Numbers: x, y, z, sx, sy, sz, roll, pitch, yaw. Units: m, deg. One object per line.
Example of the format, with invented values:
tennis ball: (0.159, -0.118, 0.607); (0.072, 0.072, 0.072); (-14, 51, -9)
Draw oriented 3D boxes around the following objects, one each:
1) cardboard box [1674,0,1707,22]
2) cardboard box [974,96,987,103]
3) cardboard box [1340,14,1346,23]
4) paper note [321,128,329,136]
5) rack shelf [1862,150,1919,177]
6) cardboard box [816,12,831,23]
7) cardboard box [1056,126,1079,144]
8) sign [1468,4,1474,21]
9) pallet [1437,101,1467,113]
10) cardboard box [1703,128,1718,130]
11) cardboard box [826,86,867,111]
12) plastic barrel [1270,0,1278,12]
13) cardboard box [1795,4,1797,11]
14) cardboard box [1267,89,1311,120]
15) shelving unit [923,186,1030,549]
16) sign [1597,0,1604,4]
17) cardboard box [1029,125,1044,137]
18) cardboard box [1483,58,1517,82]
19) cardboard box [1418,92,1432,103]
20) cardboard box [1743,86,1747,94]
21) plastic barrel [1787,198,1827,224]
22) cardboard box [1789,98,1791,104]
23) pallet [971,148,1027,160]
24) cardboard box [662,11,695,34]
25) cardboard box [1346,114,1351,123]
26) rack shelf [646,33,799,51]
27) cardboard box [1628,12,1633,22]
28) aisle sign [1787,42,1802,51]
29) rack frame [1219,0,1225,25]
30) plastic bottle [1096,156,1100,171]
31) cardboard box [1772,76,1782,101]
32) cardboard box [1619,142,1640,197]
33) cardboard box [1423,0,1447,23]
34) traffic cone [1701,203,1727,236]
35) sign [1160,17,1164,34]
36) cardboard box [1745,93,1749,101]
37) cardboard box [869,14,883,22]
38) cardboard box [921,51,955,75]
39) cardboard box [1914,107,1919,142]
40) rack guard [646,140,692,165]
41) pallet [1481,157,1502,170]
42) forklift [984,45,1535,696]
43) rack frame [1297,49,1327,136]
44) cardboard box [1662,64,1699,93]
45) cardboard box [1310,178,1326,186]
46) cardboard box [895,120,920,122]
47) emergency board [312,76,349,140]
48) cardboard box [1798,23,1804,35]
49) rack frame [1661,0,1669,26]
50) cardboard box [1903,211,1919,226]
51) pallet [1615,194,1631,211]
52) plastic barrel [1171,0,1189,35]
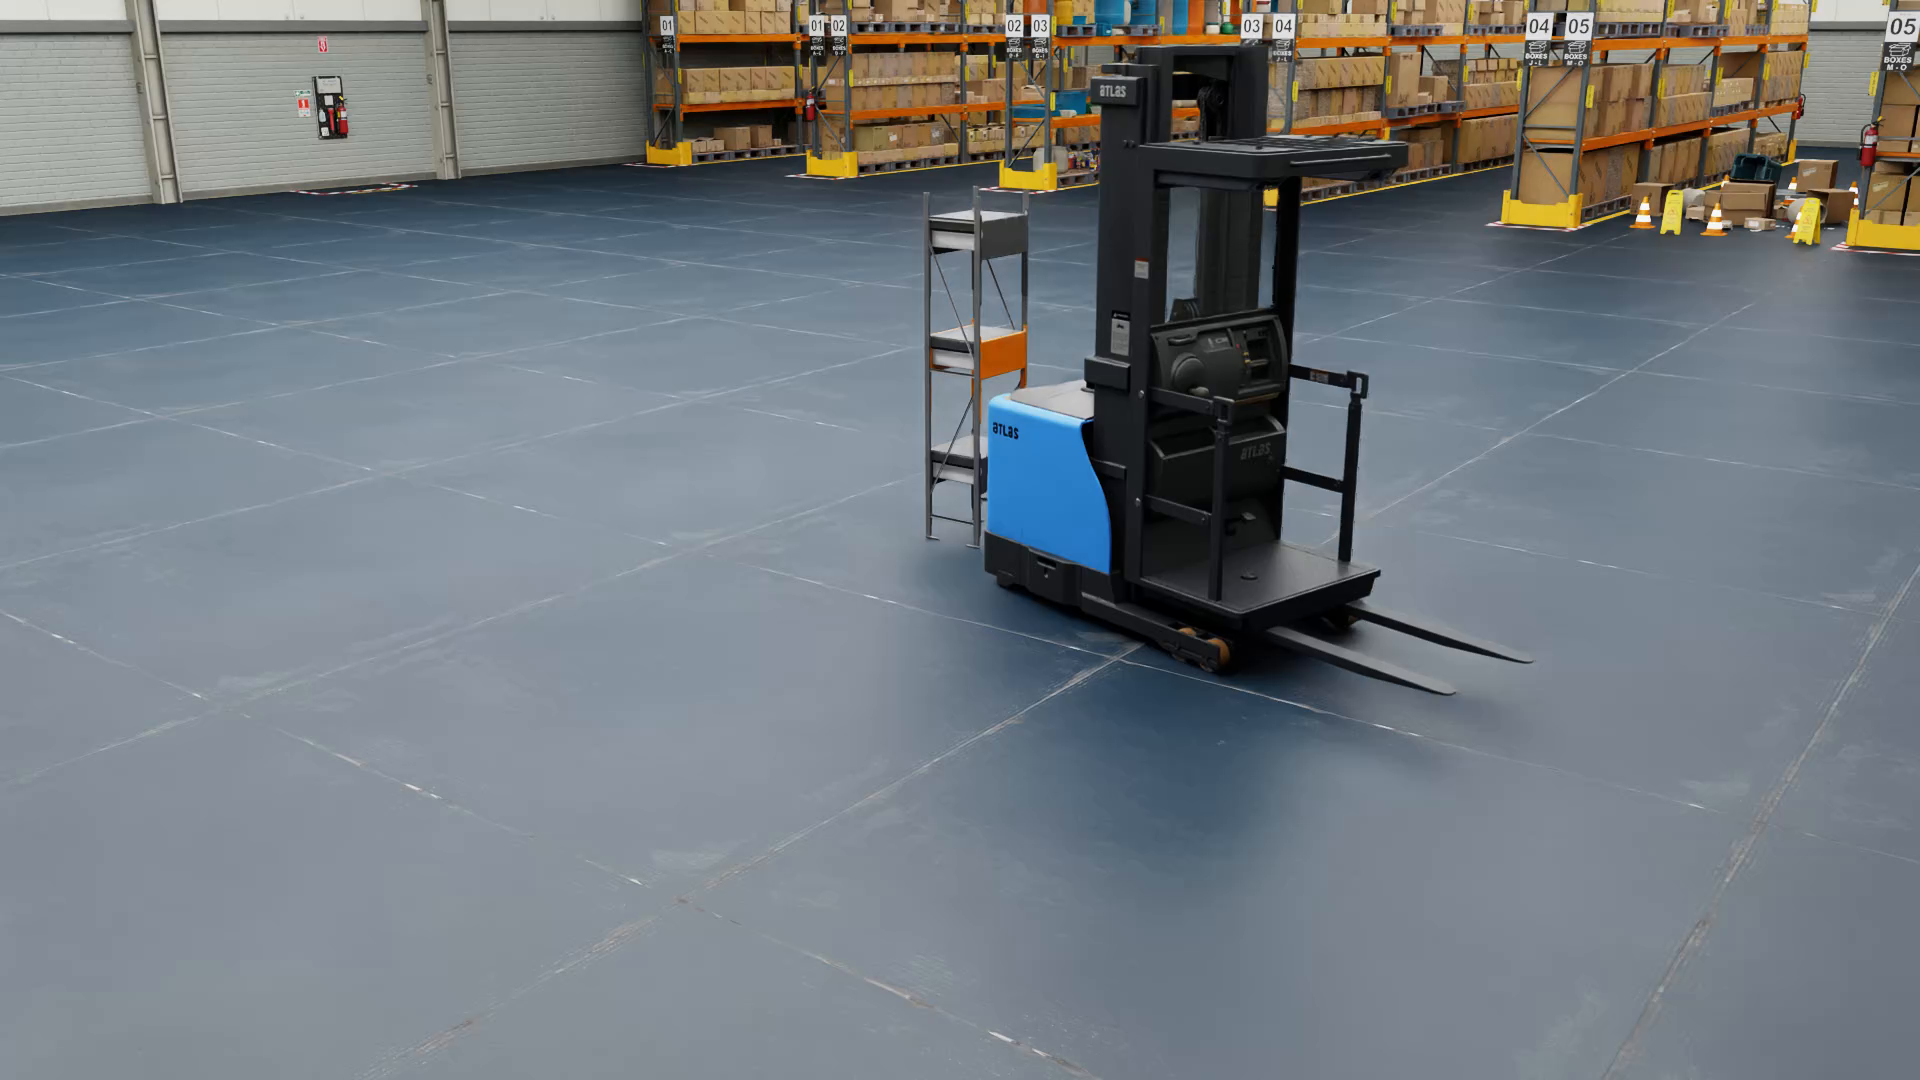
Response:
cardboard box: (13.163, -9.614, 30.041); (0.500, 0.500, 0.500); (12, 21, 35)
cardboard box: (0.406, -10.103, 38.142); (0.380, 0.149, 0.250); (12, 21, 35)
cardboard box: (6.693, -9.356, 29.836); (0.380, 0.149, 0.250); (11, 21, 33)
paper note: (-12.167, -7.828, 31.878); (0.016, 0.148, 0.142); (12, 21, 35)
rack shelf: (14.434, -5.725, 24.836); (1.077, 0.370, 4.000); (12, 21, 35)
cardboard box: (-3.510, -12.776, 40.710); (0.500, 0.311, 0.500); (13, 22, 36)
cardboard box: (2.598, -10.075, 41.102); (0.500, 0.500, 0.500); (14, 22, 37)
sign: (10.485, -10.832, 34.138); (0.100, 0.325, 0.005); (12, 21, 35)
pallet: (9.711, -8.969, 34.391); (1.213, 0.211, 1.003); (12, 21, 35)
cardboard box: (15.389, -8.410, 34.509); (0.500, 0.250, 0.500); (13, 22, 36)
cardboard box: (-2.381, -9.252, 34.810); (0.700, 0.500, 0.500); (12, 21, 35)
plastic barrel: (7.562, -12.516, 38.879); (0.600, 0.901, 0.708); (12, 21, 35)
cardboard box: (18.130, -11.679, 36.473); (0.380, 0.149, 0.250); (12, 21, 33)
cardboard box: (5.634, -7.660, 29.181); (0.875, 0.500, 0.500); (12, 21, 35)
shelving unit: (0.099, -1.042, 10.059); (0.431, 2.100, 0.503); (12, 21, 35)
sign: (9.649, -8.231, 25.028); (0.100, 0.325, 0.005); (12, 21, 35)
cardboard box: (1.678, -9.863, 39.928); (0.500, 0.311, 0.500); (12, 21, 34)
cardboard box: (12.060, -10.575, 37.380); (0.797, 0.503, 0.637); (12, 21, 33)
cardboard box: (9.274, -8.941, 33.495); (0.396, 0.266, 0.258); (12, 21, 33)
cardboard box: (15.972, -9.273, 34.260); (0.380, 0.149, 0.250); (14, 22, 37)
plastic barrel: (13.257, -5.122, 26.023); (0.421, 0.421, 0.512); (-4, 18, -13)
cardboard box: (18.595, -9.954, 37.663); (0.380, 0.149, 0.250); (12, 21, 35)
pallet: (0.848, -9.190, 39.482); (1.003, 0.211, 1.213); (12, 21, 35)
cardboard box: (-6.250, -11.495, 36.941); (0.500, 0.500, 0.500); (13, 22, 36)
cardboard box: (6.990, -7.784, 30.677); (0.380, 0.149, 0.250); (12, 21, 35)
rack shelf: (-5.459, -11.535, 38.486); (1.077, 0.370, 4.000); (12, 21, 35)
cardboard box: (10.572, -8.390, 26.694); (0.380, 0.149, 0.250); (13, 21, 35)
aisle sign: (19.025, -11.460, 37.706); (0.394, 0.787, 0.004); (12, 21, 35)
rack frame: (6.863, -15.771, 45.856); (1.000, 3.000, 0.127); (12, 21, 35)
plastic bottle: (2.786, -7.559, 33.367); (0.061, 0.283, 0.133); (13, 21, 36)
cardboard box: (17.473, -9.797, 36.065); (0.500, 0.500, 0.500); (12, 21, 34)
cardboard box: (11.159, -6.444, 28.812); (0.875, 0.875, 0.875); (13, 21, 36)
cardboard box: (9.363, -10.571, 33.157); (0.500, 0.500, 0.500); (13, 21, 36)
traffic cone: (11.369, -4.827, 25.006); (0.336, 0.463, 0.334); (12, 21, 35)
sign: (4.125, -10.509, 33.953); (0.100, 0.325, 0.005); (12, 21, 35)
cardboard box: (16.125, -9.190, 34.496); (0.380, 0.149, 0.250); (13, 21, 35)
cardboard box: (-1.827, -10.924, 34.785); (0.380, 0.149, 0.250); (12, 21, 35)
cardboard box: (-0.546, -10.608, 36.991); (0.700, 0.500, 0.500); (13, 21, 35)
cardboard box: (13.748, -5.846, 23.342); (0.500, 0.500, 0.500); (12, 21, 34)
rack guard: (-6.605, -8.794, 37.719); (1.175, 0.500, 0.348); (12, 21, 35)
pallet: (11.308, -8.381, 36.877); (1.003, 0.211, 1.213); (12, 21, 35)
forklift: (1.455, -0.918, 8.257); (1.130, 2.935, 3.031); (-13, 22, -37)
rack frame: (8.456, -11.077, 40.856); (1.000, 3.000, 0.127); (12, 21, 35)
cardboard box: (13.398, -8.648, 31.180); (0.700, 0.500, 0.500); (12, 21, 34)
cardboard box: (6.386, -6.790, 30.559); (0.500, 0.500, 0.500); (15, 23, 40)
cardboard box: (-1.106, -9.118, 37.211); (0.500, 0.500, 0.500); (12, 21, 35)
emergency board: (-12.006, -8.278, 31.843); (0.194, 1.169, 0.643); (12, 21, 35)
cardboard box: (18.384, -11.337, 36.888); (0.500, 0.250, 0.500); (12, 21, 35)
rack frame: (11.590, -10.261, 28.112); (1.000, 3.000, 0.127); (12, 21, 35)
cardboard box: (13.945, -4.623, 24.002); (0.500, 0.250, 0.500); (12, 21, 34)
pallet: (11.074, -5.897, 28.877); (1.003, 0.211, 1.213); (12, 21, 35)
plastic barrel: (4.597, -11.315, 35.718); (0.600, 0.901, 0.708); (12, 21, 35)
